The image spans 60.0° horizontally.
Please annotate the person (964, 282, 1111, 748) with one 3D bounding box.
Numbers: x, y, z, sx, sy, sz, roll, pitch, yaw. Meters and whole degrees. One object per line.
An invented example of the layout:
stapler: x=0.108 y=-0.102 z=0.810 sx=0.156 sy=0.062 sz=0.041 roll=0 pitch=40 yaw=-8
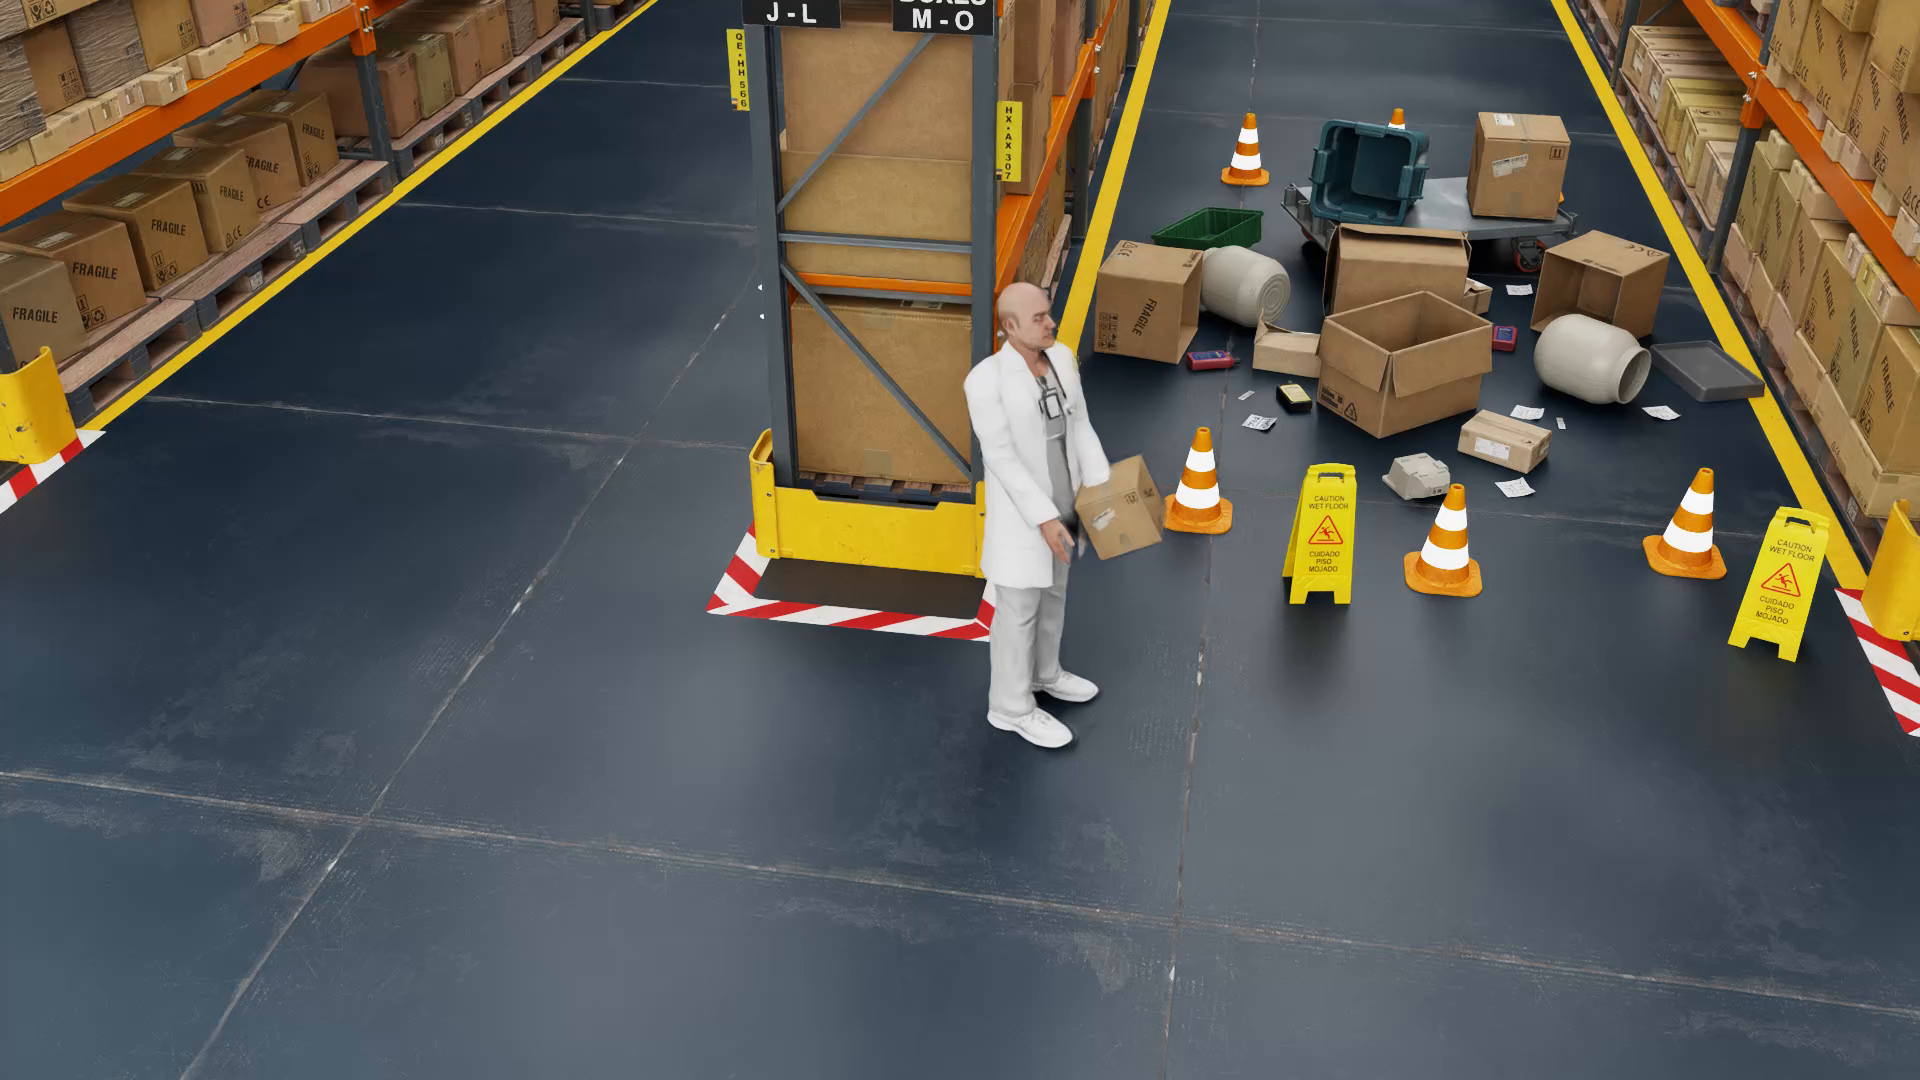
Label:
person: x=0.340 y=-0.095 z=6.293 sx=0.540 sy=1.779 sz=0.566 roll=26 pitch=40 yaw=35
